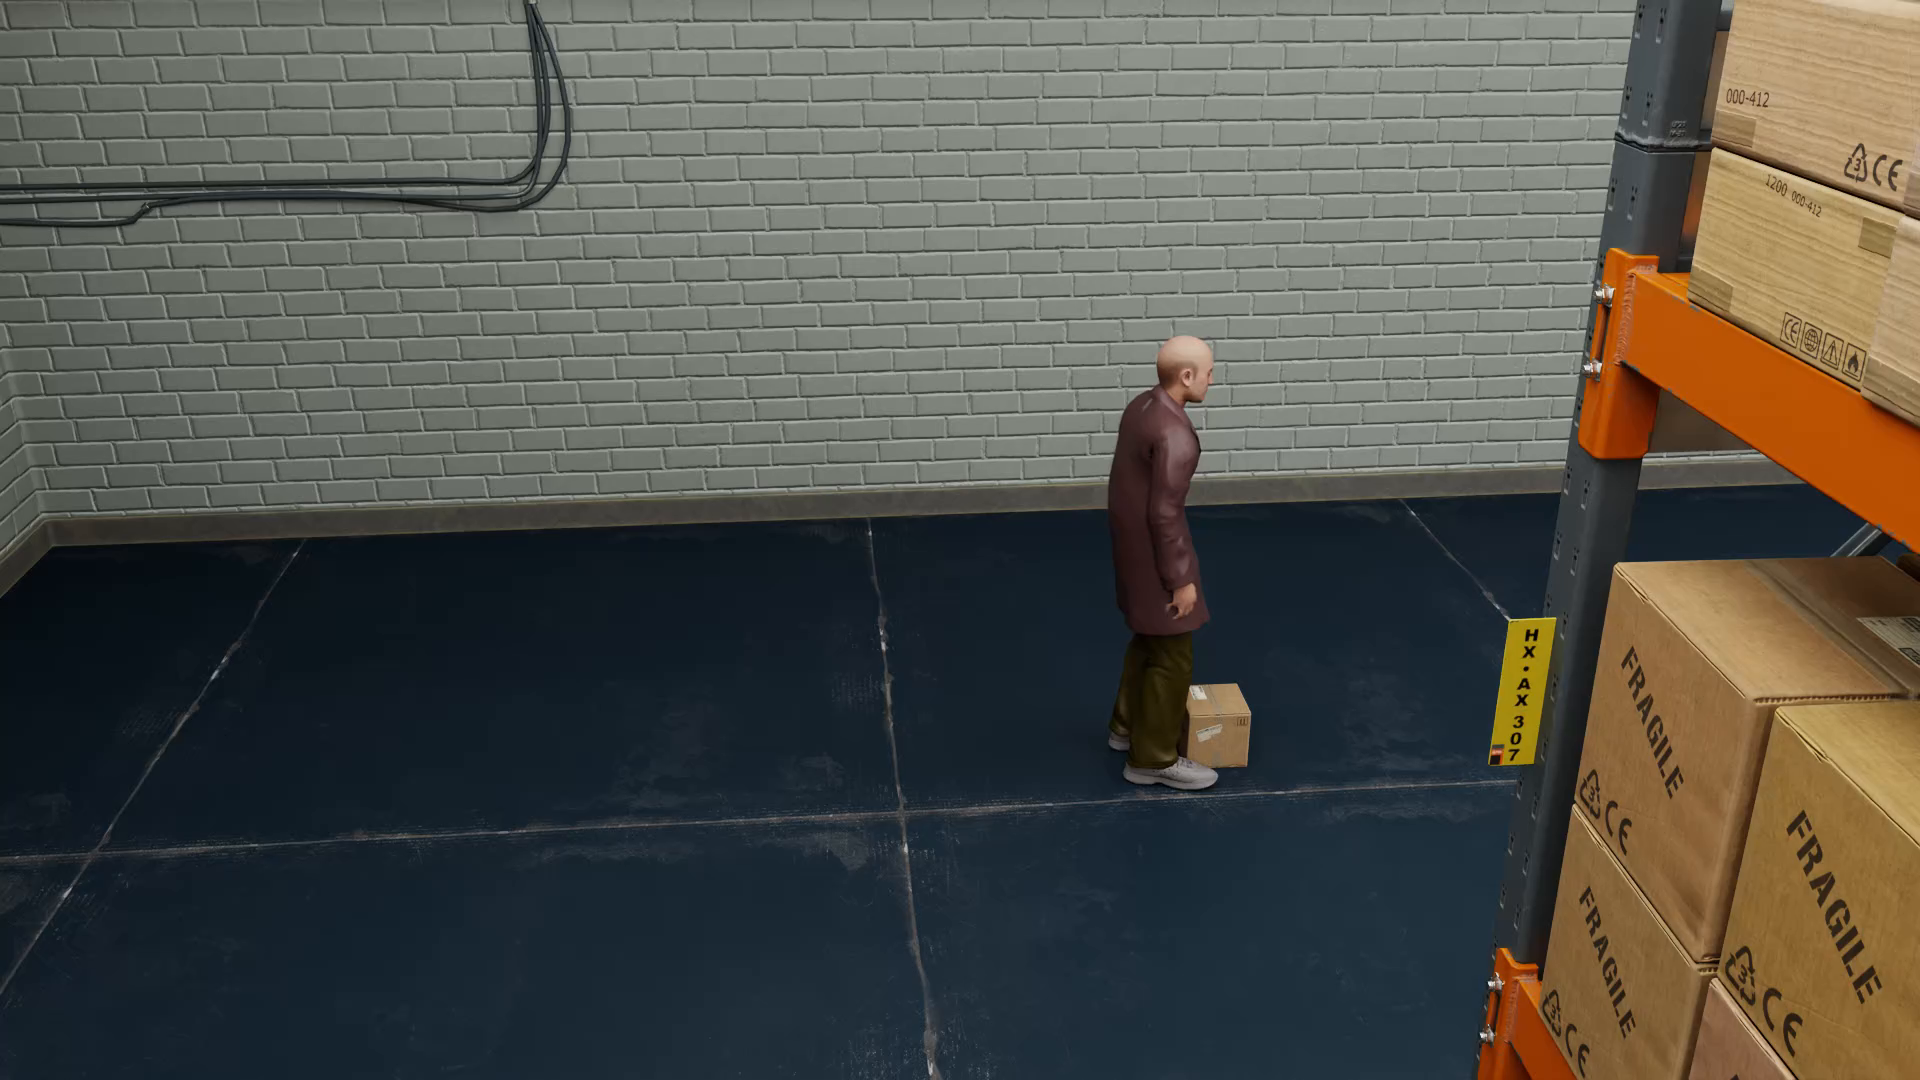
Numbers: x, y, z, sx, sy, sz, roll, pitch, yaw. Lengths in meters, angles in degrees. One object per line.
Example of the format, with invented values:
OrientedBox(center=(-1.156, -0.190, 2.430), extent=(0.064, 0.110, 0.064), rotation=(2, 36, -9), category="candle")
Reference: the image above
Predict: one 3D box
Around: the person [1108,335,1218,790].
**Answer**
OrientedBox(center=(0.784, 0.075, 6.445), extent=(0.427, 1.773, 0.641), rotation=(-2, 24, -5), category="person")
